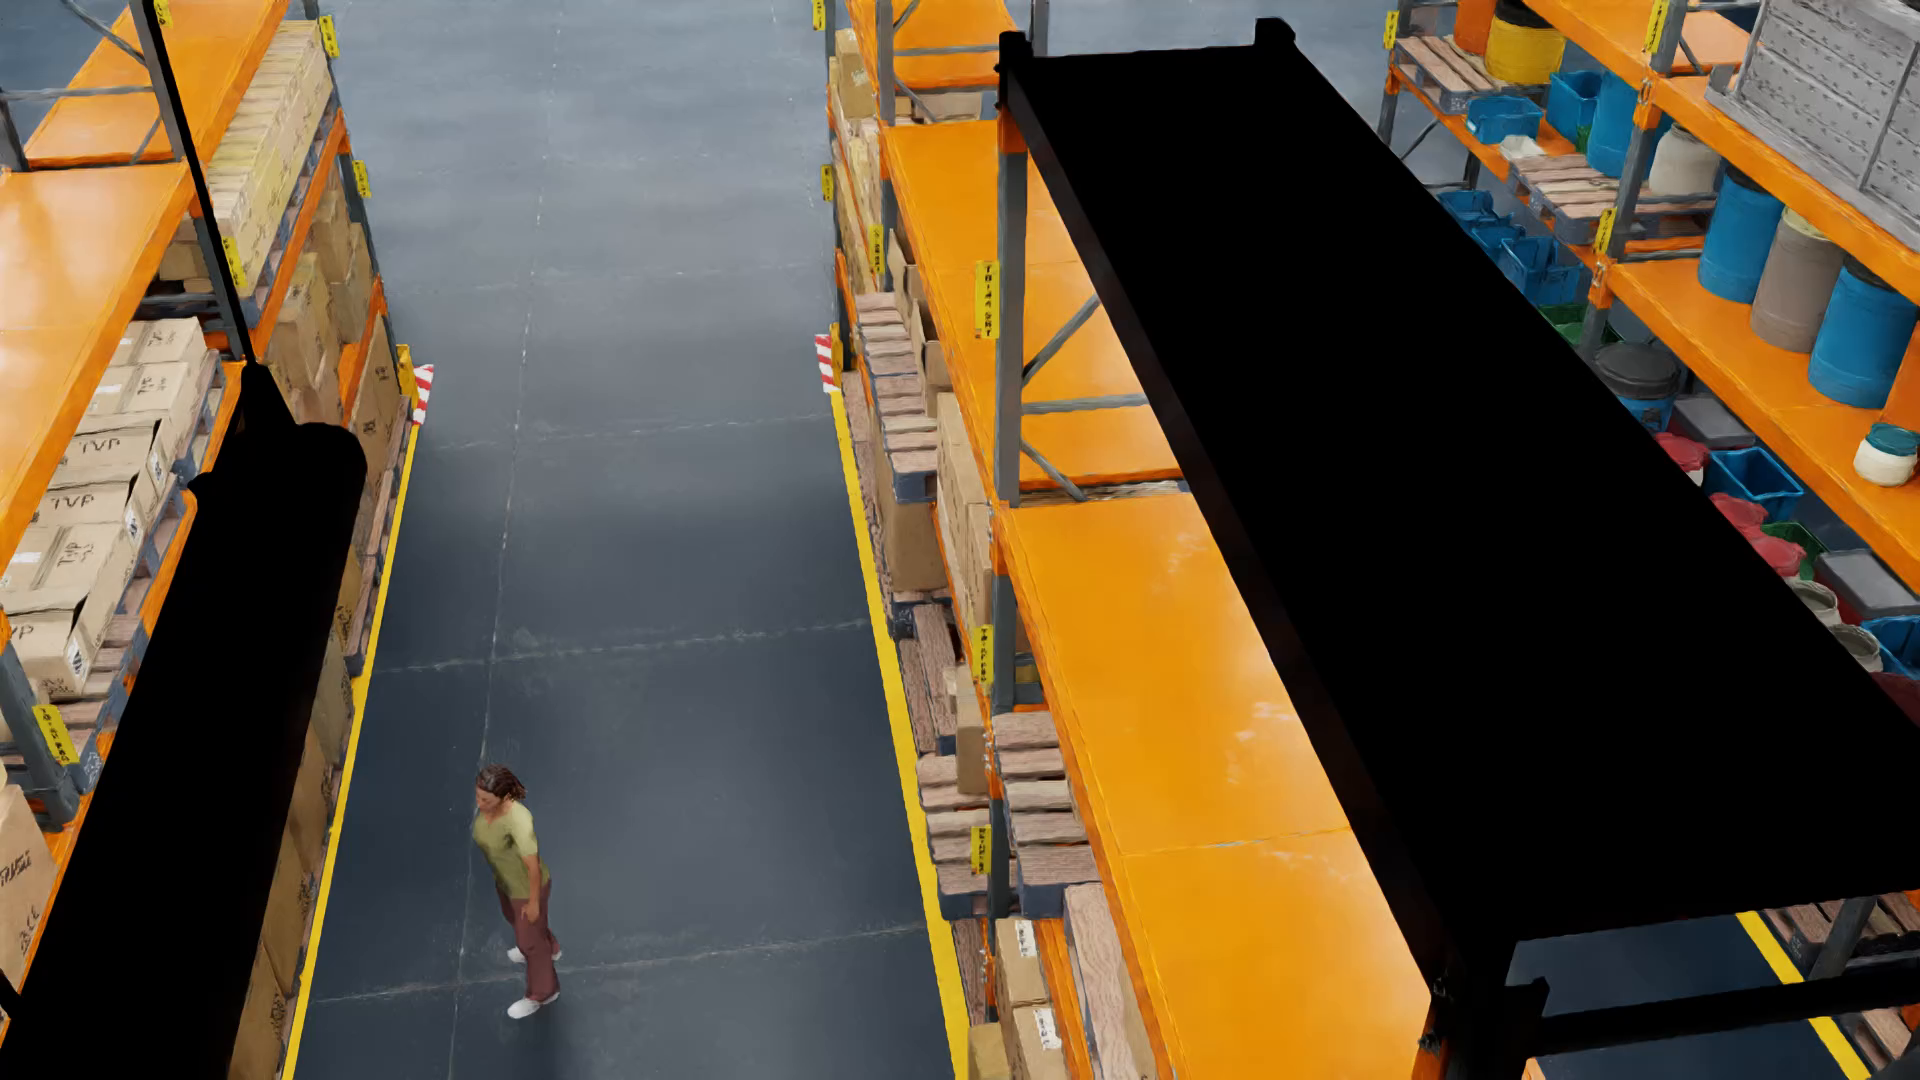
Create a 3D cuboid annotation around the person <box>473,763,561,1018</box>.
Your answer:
[{"bbox_3d":[-2.444,1.863,9.030,0.456,1.669,0.542,-26,43,-31],"label":"person"}]
